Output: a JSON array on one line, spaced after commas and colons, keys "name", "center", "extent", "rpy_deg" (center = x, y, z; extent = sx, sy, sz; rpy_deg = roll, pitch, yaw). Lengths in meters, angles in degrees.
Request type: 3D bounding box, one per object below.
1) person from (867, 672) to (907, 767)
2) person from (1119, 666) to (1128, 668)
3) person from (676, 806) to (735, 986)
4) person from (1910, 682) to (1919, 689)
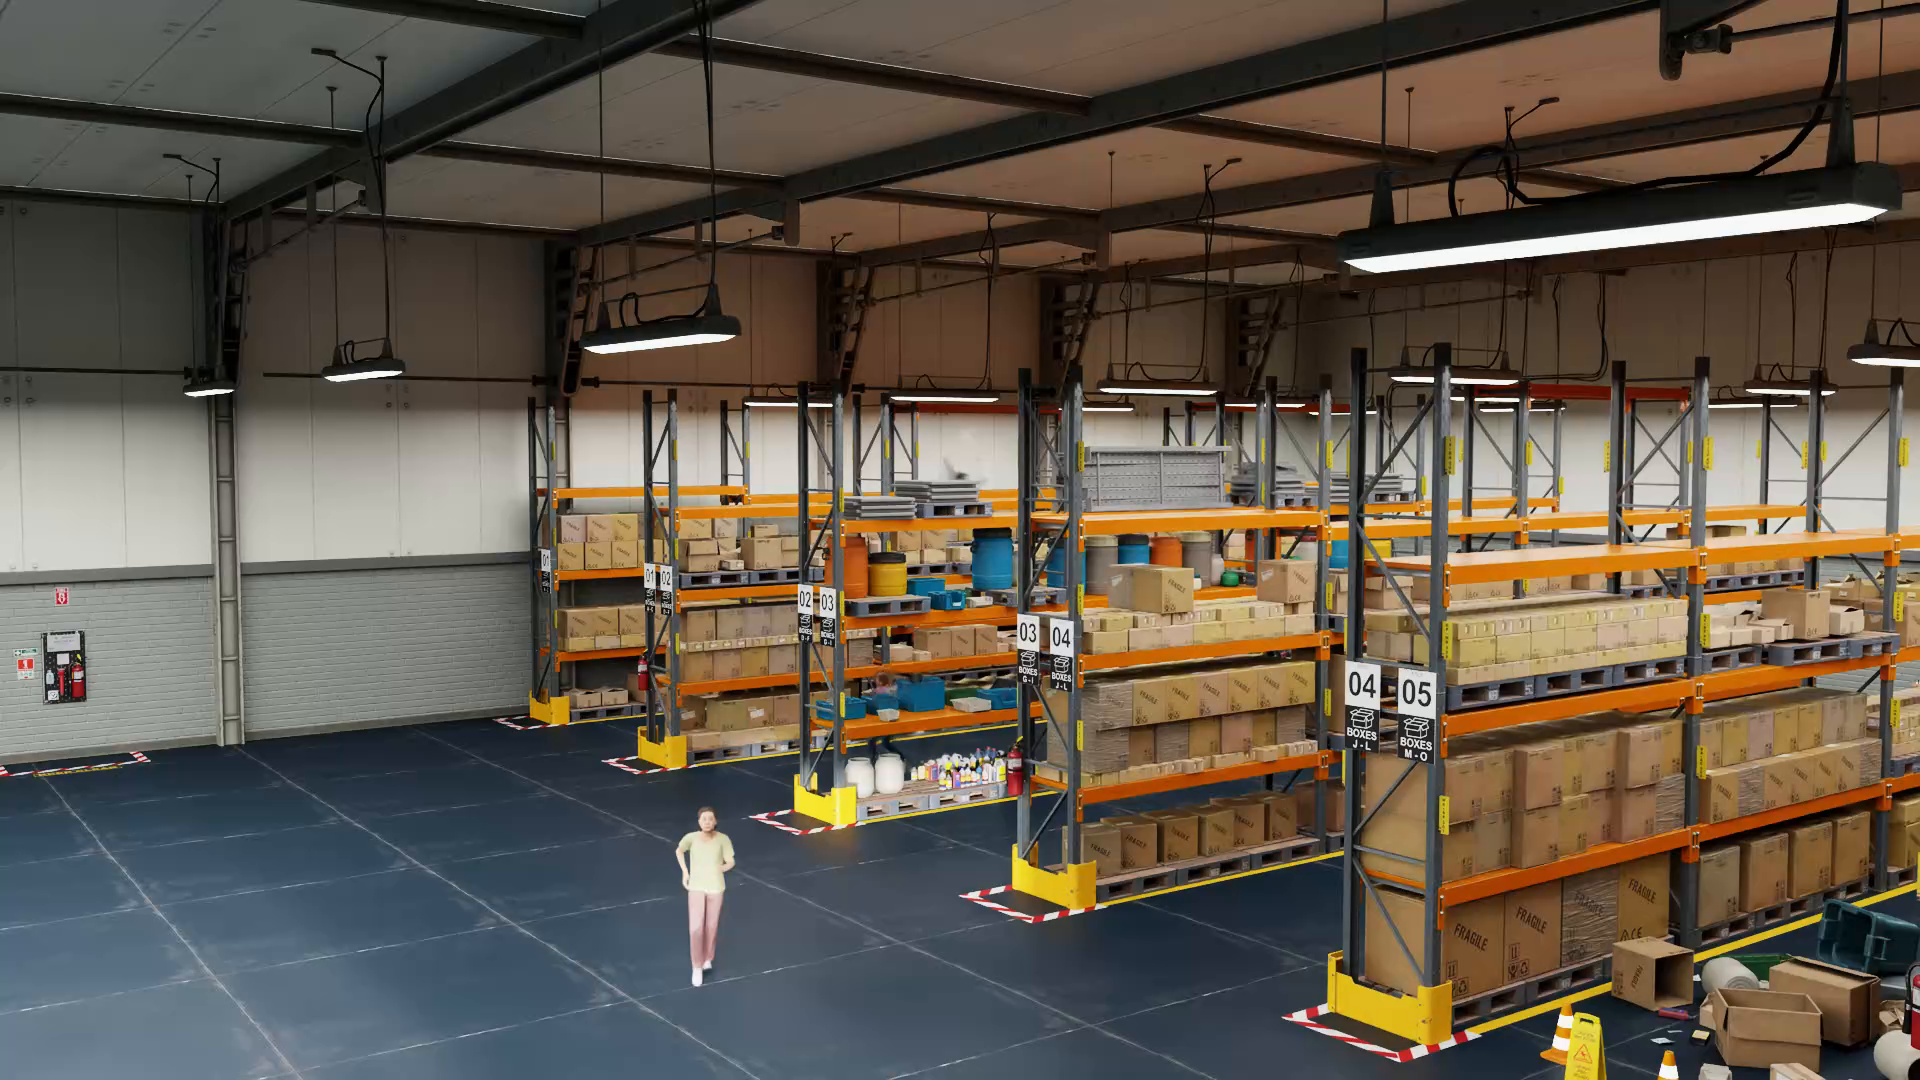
[{"name": "person", "center": [-1.206, 2.830, 25.595], "extent": [0.835, 1.582, 0.542], "rpy_deg": [-2, 4, -35]}, {"name": "person", "center": [2.733, 2.551, 29.187], "extent": [0.665, 1.732, 0.947], "rpy_deg": [3, 5, 42]}, {"name": "person", "center": [-2.432, 3.392, 15.958], "extent": [0.553, 1.697, 0.692], "rpy_deg": [-1, 3, -12]}, {"name": "person", "center": [13.856, 2.906, 24.146], "extent": [0.677, 1.707, 0.677], "rpy_deg": [-2, 4, -32]}]
